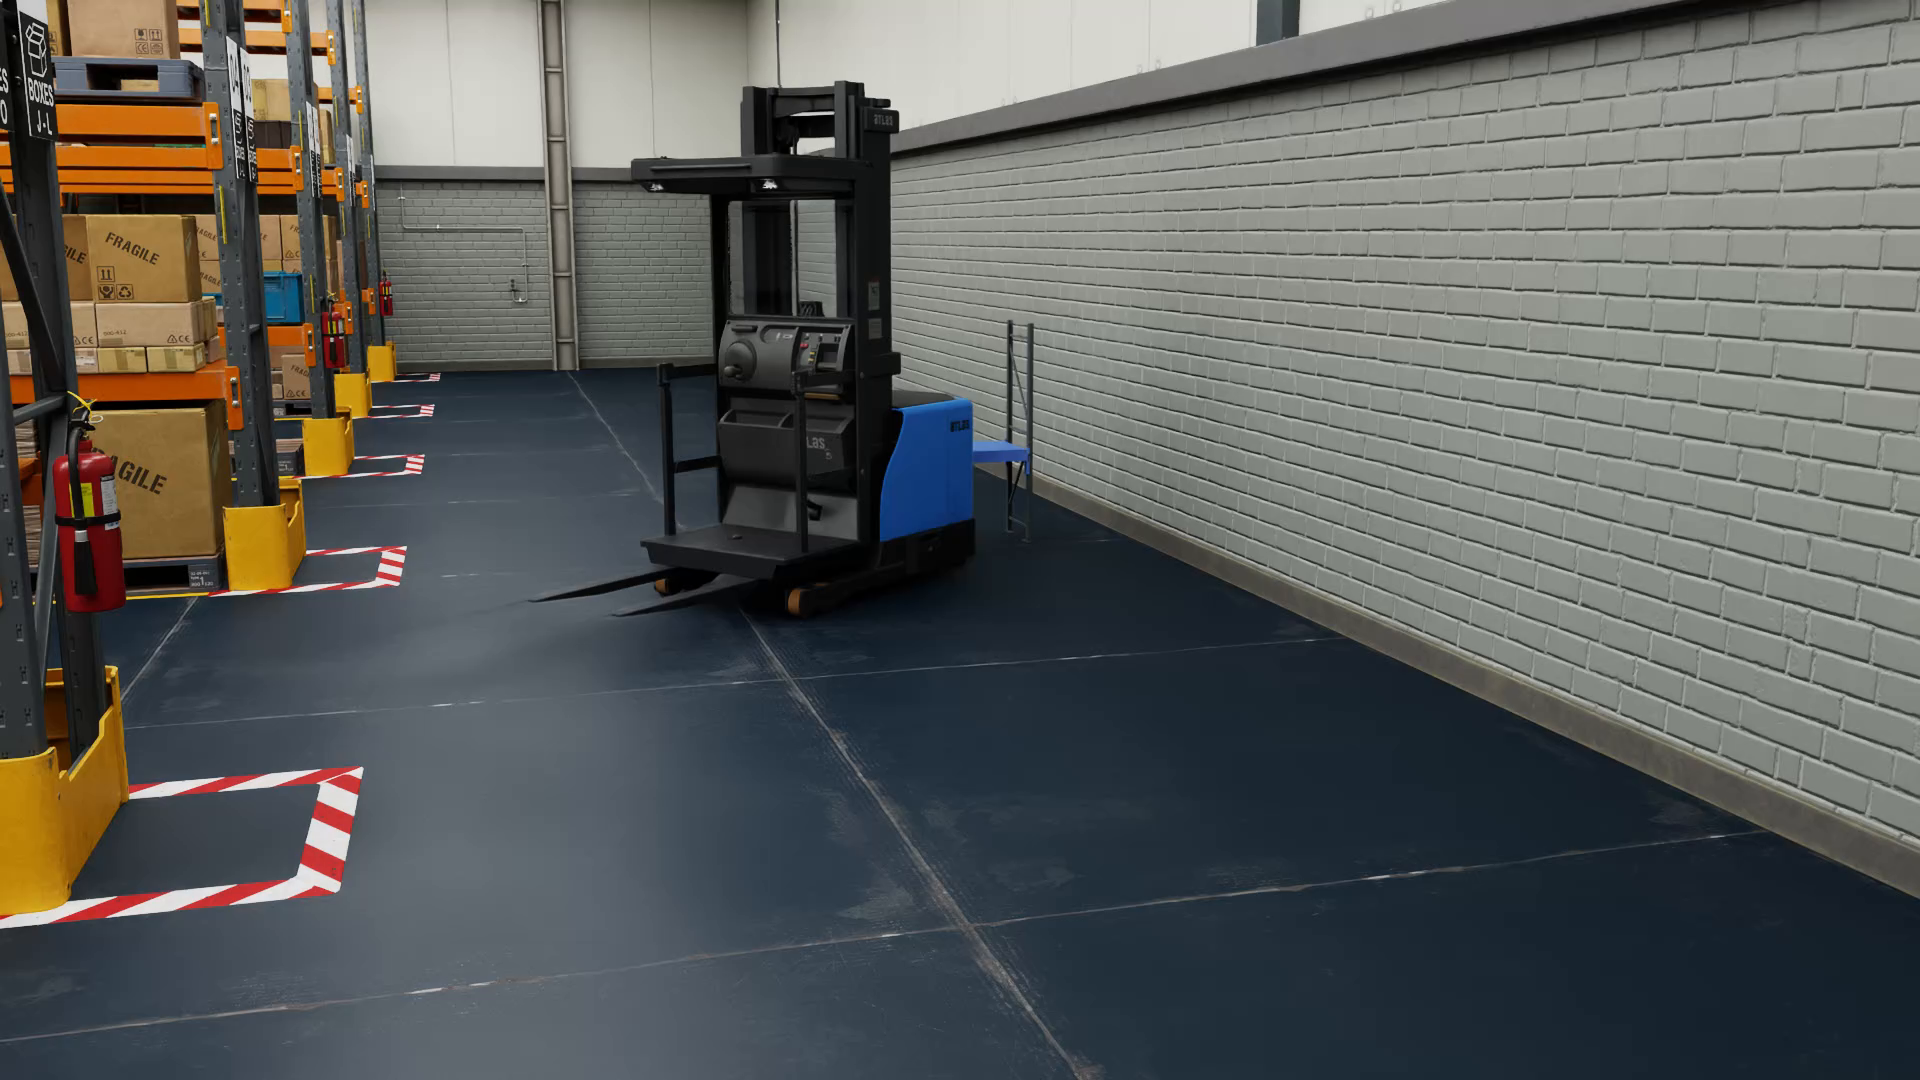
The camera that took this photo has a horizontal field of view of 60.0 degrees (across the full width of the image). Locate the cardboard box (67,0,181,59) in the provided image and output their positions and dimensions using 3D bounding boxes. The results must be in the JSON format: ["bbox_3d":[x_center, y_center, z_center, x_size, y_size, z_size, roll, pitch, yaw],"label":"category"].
[{"bbox_3d":[-4.854,-3.021,9.673,0.500,0.500,0.700,-4,11,-19],"label":"cardboard box"}]

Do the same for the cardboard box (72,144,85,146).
[{"bbox_3d":[-9.478,-4.229,18.362,0.500,0.250,0.500,-3,11,-16],"label":"cardboard box"}]

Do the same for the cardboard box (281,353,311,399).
[{"bbox_3d":[-7.588,-1.915,19.354,0.500,0.500,0.500,-3,11,-16],"label":"cardboard box"}]

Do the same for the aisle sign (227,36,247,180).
[{"bbox_3d":[-4.216,-2.506,9.696,0.004,0.787,0.394,-3,11,-16],"label":"aisle sign"}]

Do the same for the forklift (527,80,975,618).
[{"bbox_3d":[-1.136,-1.108,9.469,1.130,2.935,3.031,7,12,33],"label":"forklift"}]

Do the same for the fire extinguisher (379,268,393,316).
[{"bbox_3d":[-8.249,-3.566,23.873,0.183,0.674,0.296,-3,11,-16],"label":"fire extinguisher"}]

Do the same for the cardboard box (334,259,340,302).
[{"bbox_3d":[-7.634,-3.071,19.668,0.500,0.500,0.500,-3,11,-15],"label":"cardboard box"}]

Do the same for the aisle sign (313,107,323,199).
[{"bbox_3d":[-5.768,-3.471,14.936,0.004,0.787,0.394,-3,11,-16],"label":"aisle sign"}]

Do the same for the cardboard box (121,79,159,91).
[{"bbox_3d":[-9.083,-4.922,18.677,0.500,0.500,0.700,-3,11,-16],"label":"cardboard box"}]

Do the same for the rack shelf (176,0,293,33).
[{"bbox_3d":[-7.674,-4.436,13.880,4.000,0.370,1.077,-3,11,-16],"label":"rack shelf"}]

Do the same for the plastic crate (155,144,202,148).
[{"bbox_3d":[-6.621,-3.409,14.078,0.336,0.188,0.450,-3,11,-16],"label":"plastic crate"}]

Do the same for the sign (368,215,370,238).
[{"bbox_3d":[-8.385,-4.450,23.584,0.005,0.325,0.100,-3,11,-16],"label":"sign"}]

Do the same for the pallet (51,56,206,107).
[{"bbox_3d":[-5.079,-2.669,9.717,1.213,0.211,1.003,-3,11,-16],"label":"pallet"}]

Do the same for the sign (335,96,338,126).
[{"bbox_3d":[-6.999,-4.812,18.669,0.005,0.325,0.100,-3,11,-16],"label":"sign"}]

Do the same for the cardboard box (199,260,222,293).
[{"bbox_3d":[-8.466,-2.927,18.883,0.500,0.500,0.500,-3,11,-15],"label":"cardboard box"}]

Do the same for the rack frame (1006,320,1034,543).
[{"bbox_3d":[0.412,-0.760,11.532,0.032,1.500,0.500,-3,11,-16],"label":"rack frame"}]

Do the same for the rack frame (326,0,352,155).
[{"bbox_3d":[-7.135,-5.949,19.007,0.127,3.000,1.000,-3,11,-16],"label":"rack frame"}]

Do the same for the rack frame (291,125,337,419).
[{"bbox_3d":[-5.754,-2.137,14.871,0.127,3.000,1.000,-3,11,-16],"label":"rack frame"}]

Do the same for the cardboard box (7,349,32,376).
[{"bbox_3d":[-5.351,-1.039,9.599,0.250,0.149,0.380,-3,11,-15],"label":"cardboard box"}]

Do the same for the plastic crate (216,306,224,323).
[{"bbox_3d":[-6.486,-1.964,14.495,0.243,0.136,0.396,-3,11,-16],"label":"plastic crate"}]

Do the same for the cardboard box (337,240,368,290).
[{"bbox_3d":[-9.010,-3.980,24.050,0.700,0.700,0.980,-3,11,-13],"label":"cardboard box"}]

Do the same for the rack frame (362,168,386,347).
[{"bbox_3d":[-8.523,-3.860,24.226,0.127,3.000,1.000,-3,11,-16],"label":"rack frame"}]

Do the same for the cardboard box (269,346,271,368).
[{"bbox_3d":[-10.130,-2.733,23.851,0.500,0.500,0.700,-3,11,-18],"label":"cardboard box"}]

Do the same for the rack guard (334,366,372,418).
[{"bbox_3d":[-7.208,-1.765,19.755,0.348,0.500,1.175,-3,11,-16],"label":"rack guard"}]

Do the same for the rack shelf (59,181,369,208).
[{"bbox_3d":[-10.443,-4.880,23.470,4.000,0.370,1.077,-3,11,-16],"label":"rack shelf"}]

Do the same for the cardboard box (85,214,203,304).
[{"bbox_3d":[-4.764,-1.647,9.731,0.500,0.500,0.500,-3,11,-15],"label":"cardboard box"}]

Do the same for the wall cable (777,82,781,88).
[{"bbox_3d":[-2.992,-5.507,25.182,0.112,2.526,3.097,-3,11,-16],"label":"wall cable"}]

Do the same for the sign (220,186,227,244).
[{"bbox_3d":[-4.231,-1.867,9.552,0.005,0.325,0.100,-3,11,-16],"label":"sign"}]

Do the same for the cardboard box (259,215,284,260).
[{"bbox_3d":[-7.970,-3.443,18.929,0.500,0.500,0.500,-3,11,-14],"label":"cardboard box"}]

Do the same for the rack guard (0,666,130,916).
[{"bbox_3d":[-3.153,0.824,5.689,0.348,0.500,1.175,-3,11,-16],"label":"rack guard"}]

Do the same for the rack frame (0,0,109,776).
[{"bbox_3d":[-3.080,-0.409,5.483,0.127,3.000,1.000,-3,11,-16],"label":"rack frame"}]

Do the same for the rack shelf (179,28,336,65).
[{"bbox_3d":[-9.055,-5.492,18.522,4.000,0.370,1.077,-3,11,-16],"label":"rack shelf"}]

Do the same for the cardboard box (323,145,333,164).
[{"bbox_3d":[-9.152,-5.433,23.469,0.500,0.250,0.500,-3,11,-14],"label":"cardboard box"}]

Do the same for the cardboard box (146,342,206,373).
[{"bbox_3d":[-4.619,-1.078,9.808,0.250,0.149,0.380,-3,11,-15],"label":"cardboard box"}]

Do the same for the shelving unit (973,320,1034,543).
[{"bbox_3d":[-0.077,-0.735,11.394,1.048,1.500,0.538,-3,11,-16],"label":"shelving unit"}]

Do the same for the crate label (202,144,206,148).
[{"bbox_3d":[-6.730,-3.549,14.665,0.502,0.251,0.408,-3,11,-16],"label":"crate label"}]

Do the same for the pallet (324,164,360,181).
[{"bbox_3d":[-9.232,-5.252,23.749,1.213,0.211,1.003,-3,11,-16],"label":"pallet"}]

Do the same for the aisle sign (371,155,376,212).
[{"bbox_3d":[-8.370,-5.090,23.728,0.004,0.787,0.394,-3,11,-16],"label":"aisle sign"}]

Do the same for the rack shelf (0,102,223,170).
[{"bbox_3d":[-6.290,-2.297,9.438,4.000,0.370,1.077,-3,11,-16],"label":"rack shelf"}]

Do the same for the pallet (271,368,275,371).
[{"bbox_3d":[-10.438,-2.373,23.853,1.213,0.211,1.003,-3,11,-16],"label":"pallet"}]

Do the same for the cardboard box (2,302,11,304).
[{"bbox_3d":[-5.736,-1.227,9.518,0.500,0.250,0.500,-3,11,-18],"label":"cardboard box"}]
